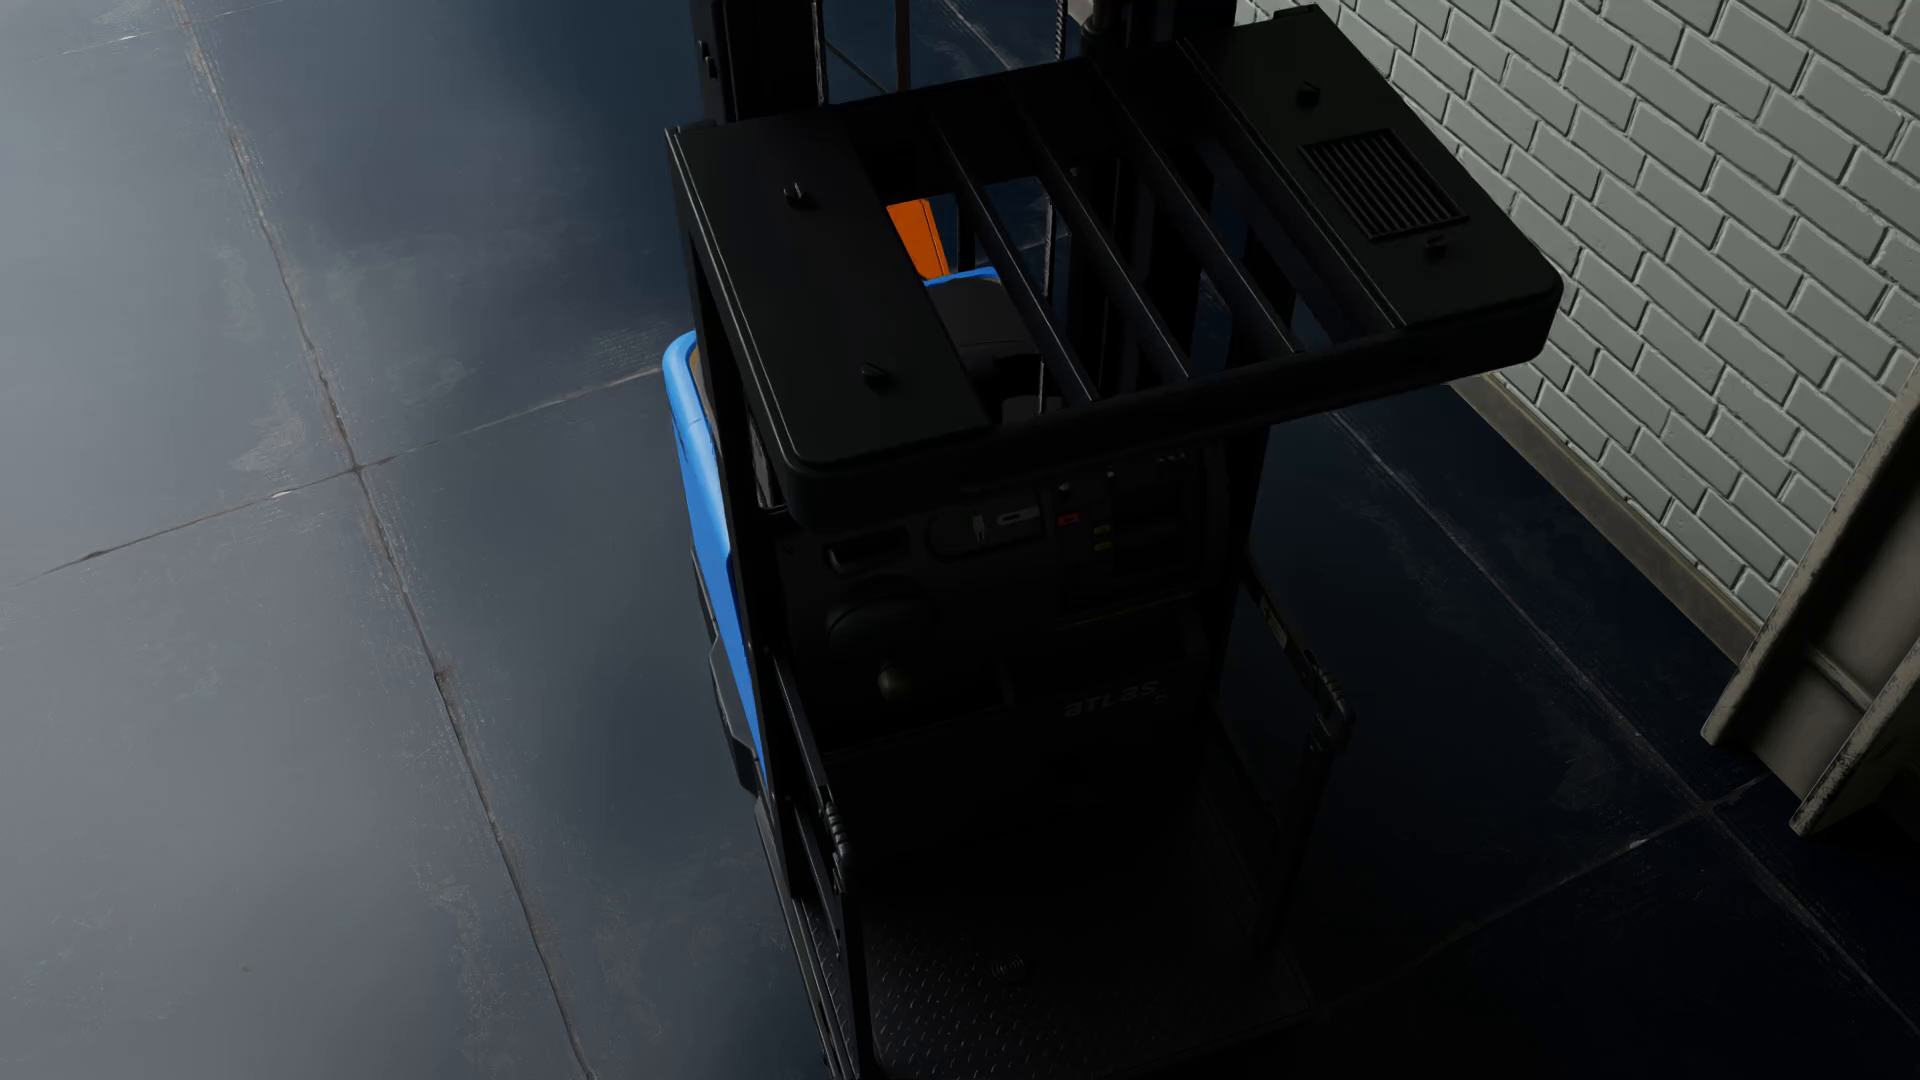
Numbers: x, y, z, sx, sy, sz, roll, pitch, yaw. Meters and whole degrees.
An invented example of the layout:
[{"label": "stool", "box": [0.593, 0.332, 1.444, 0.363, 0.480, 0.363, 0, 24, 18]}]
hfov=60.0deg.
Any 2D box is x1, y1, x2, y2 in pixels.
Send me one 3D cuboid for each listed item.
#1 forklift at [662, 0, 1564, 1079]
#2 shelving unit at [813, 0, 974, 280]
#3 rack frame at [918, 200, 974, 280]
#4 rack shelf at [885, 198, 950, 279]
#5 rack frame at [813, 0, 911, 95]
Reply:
[{"label": "forklift", "box": [0.169, 0.149, 3.172, 1.130, 2.935, 3.031, -14, 50, -12]}, {"label": "shelving unit", "box": [-0.309, -0.977, 5.108, 0.587, 1.500, 1.083, -8, 49, -7]}, {"label": "rack frame", "box": [-0.209, -0.595, 4.774, 0.500, 1.500, 0.032, -8, 49, -7]}, {"label": "rack shelf", "box": [-0.308, -0.851, 5.237, 0.538, 0.185, 1.000, -8, 49, -7]}, {"label": "rack frame", "box": [-0.406, -1.345, 5.430, 0.500, 1.500, 0.032, -8, 49, -7]}]
